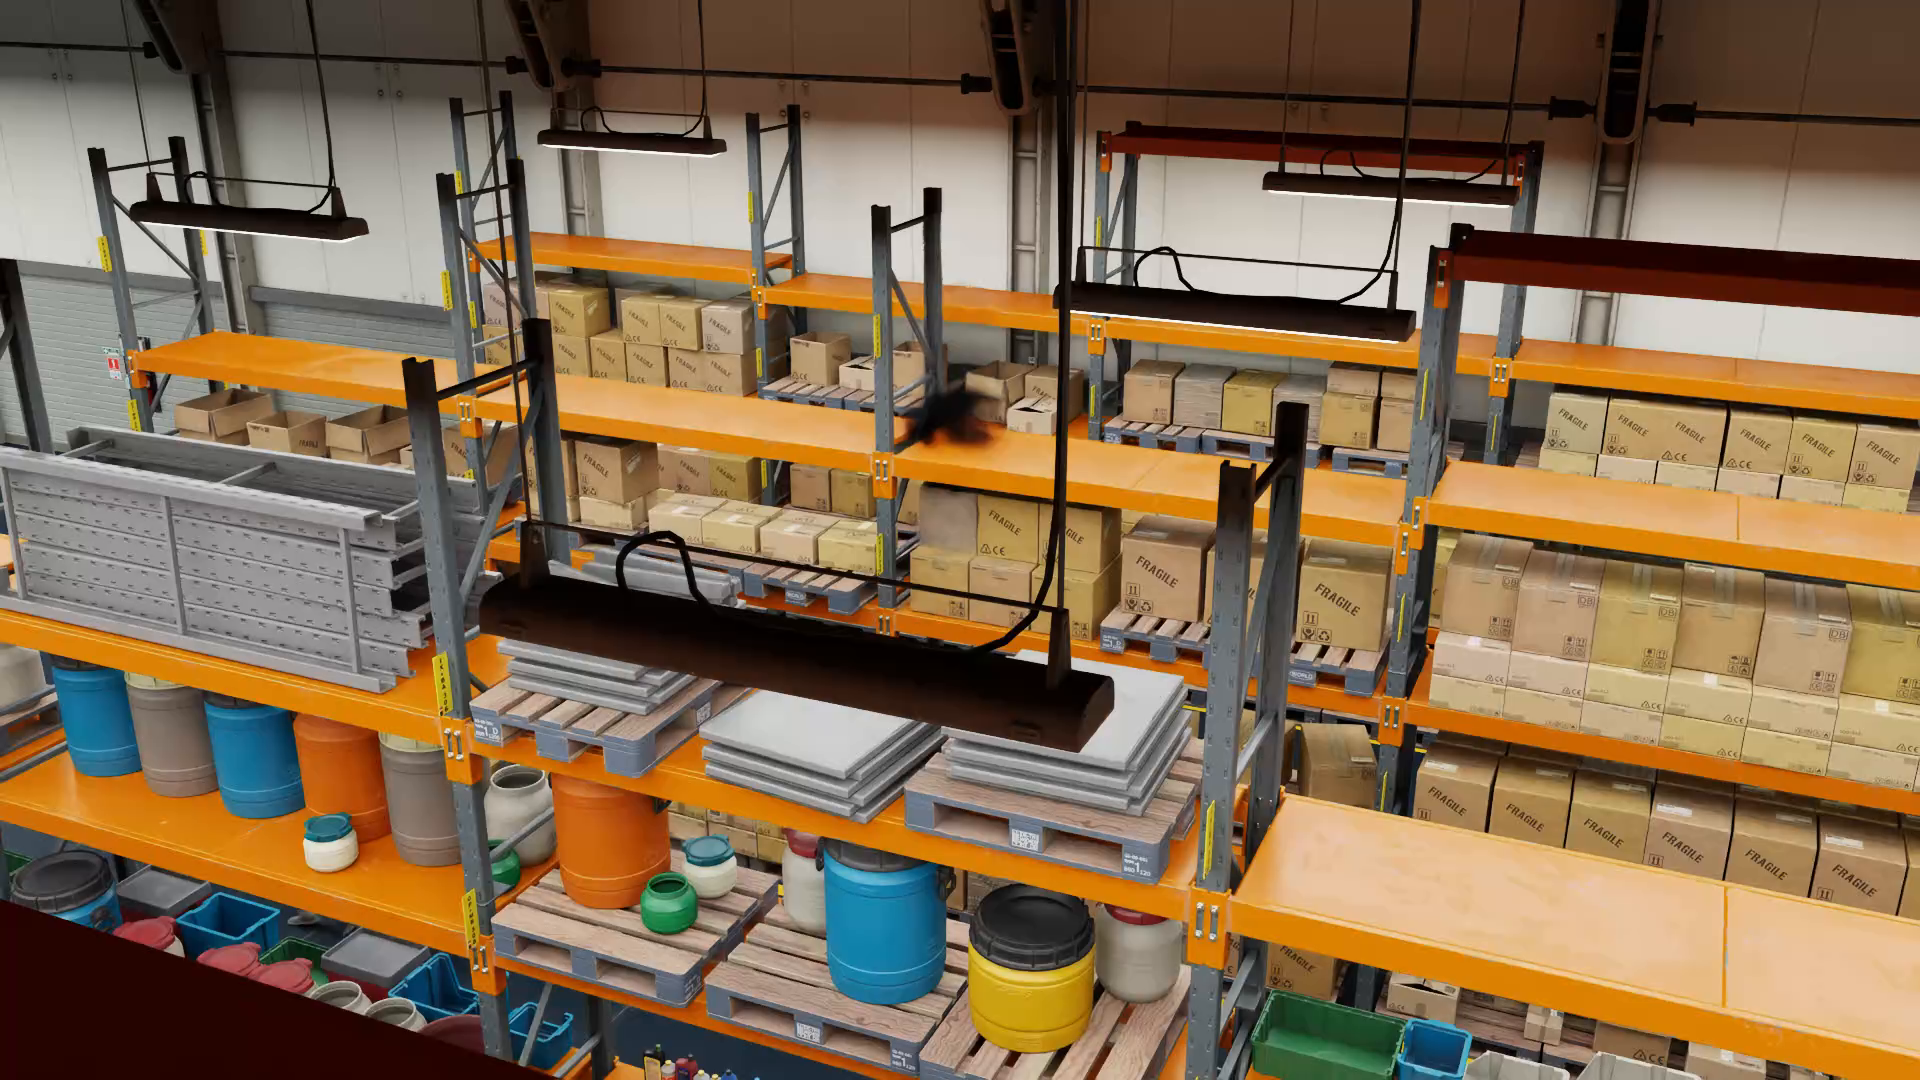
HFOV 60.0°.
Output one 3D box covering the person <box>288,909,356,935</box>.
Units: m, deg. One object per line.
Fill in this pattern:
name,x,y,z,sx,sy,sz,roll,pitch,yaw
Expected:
person,-5.278,2.526,13.637,0.897,1.673,0.608,7,22,19
